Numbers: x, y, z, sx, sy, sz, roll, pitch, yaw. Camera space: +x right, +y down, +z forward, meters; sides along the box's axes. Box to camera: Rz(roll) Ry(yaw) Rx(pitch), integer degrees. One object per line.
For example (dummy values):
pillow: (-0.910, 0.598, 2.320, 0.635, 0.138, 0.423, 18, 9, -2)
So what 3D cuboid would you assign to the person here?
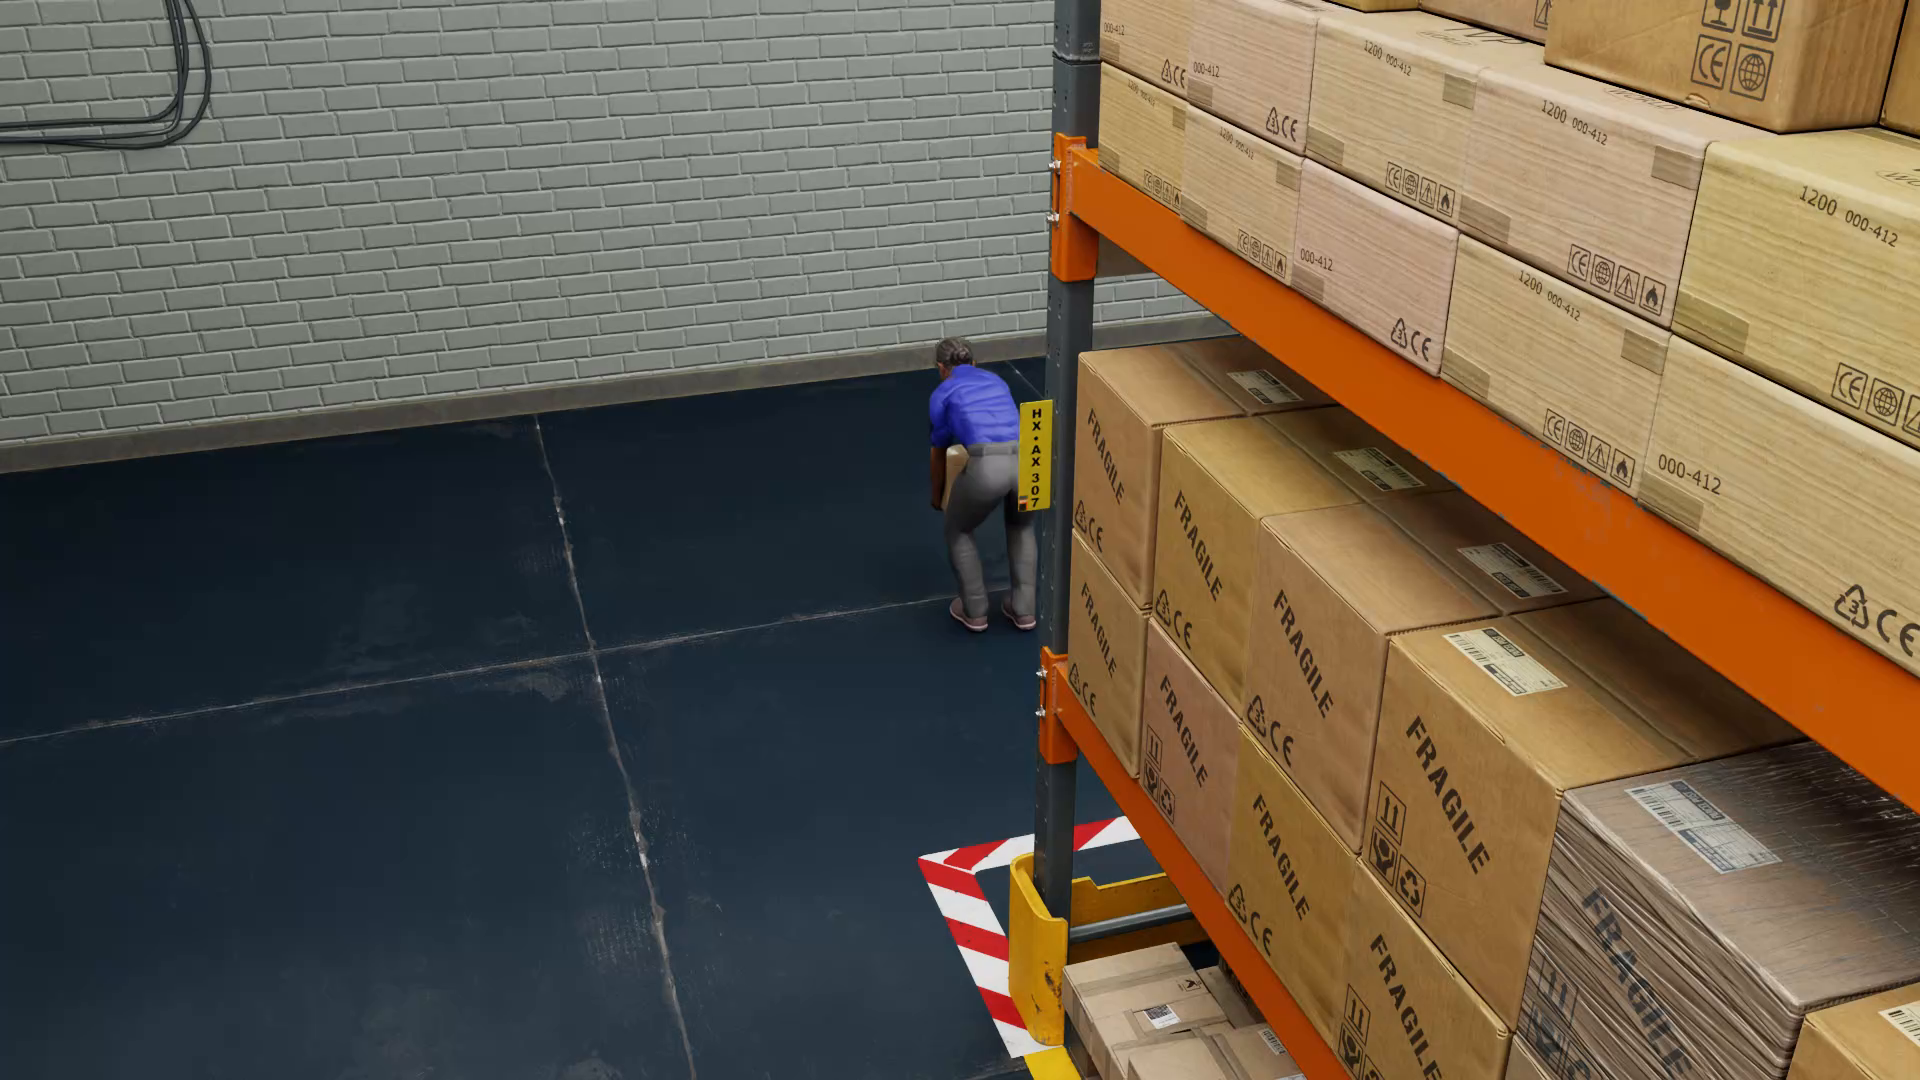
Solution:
person: (0.099, -0.238, 7.594, 0.424, 1.221, 0.824, -9, 28, -18)
